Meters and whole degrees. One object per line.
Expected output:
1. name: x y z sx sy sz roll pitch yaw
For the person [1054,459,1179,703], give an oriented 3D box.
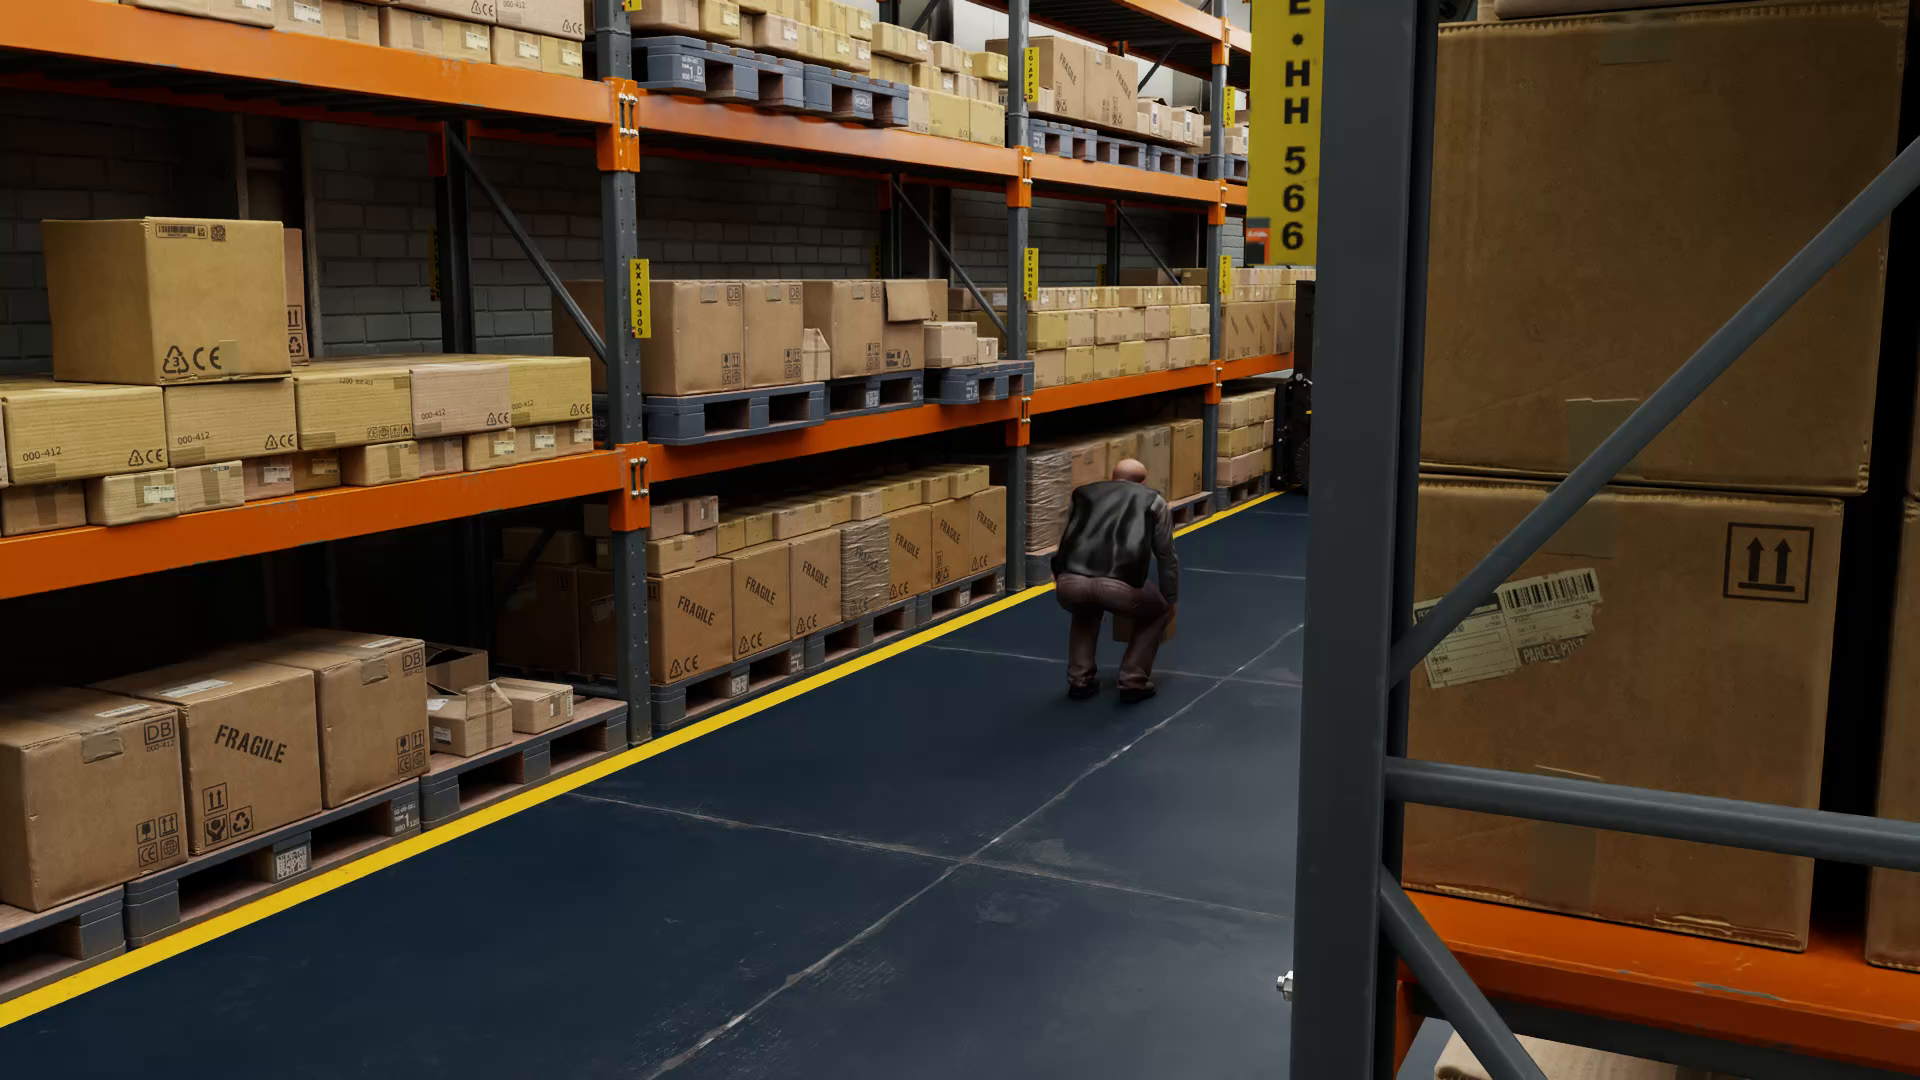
1. person: 0.731 0.199 8.124 0.566 1.119 0.819 4 10 26
